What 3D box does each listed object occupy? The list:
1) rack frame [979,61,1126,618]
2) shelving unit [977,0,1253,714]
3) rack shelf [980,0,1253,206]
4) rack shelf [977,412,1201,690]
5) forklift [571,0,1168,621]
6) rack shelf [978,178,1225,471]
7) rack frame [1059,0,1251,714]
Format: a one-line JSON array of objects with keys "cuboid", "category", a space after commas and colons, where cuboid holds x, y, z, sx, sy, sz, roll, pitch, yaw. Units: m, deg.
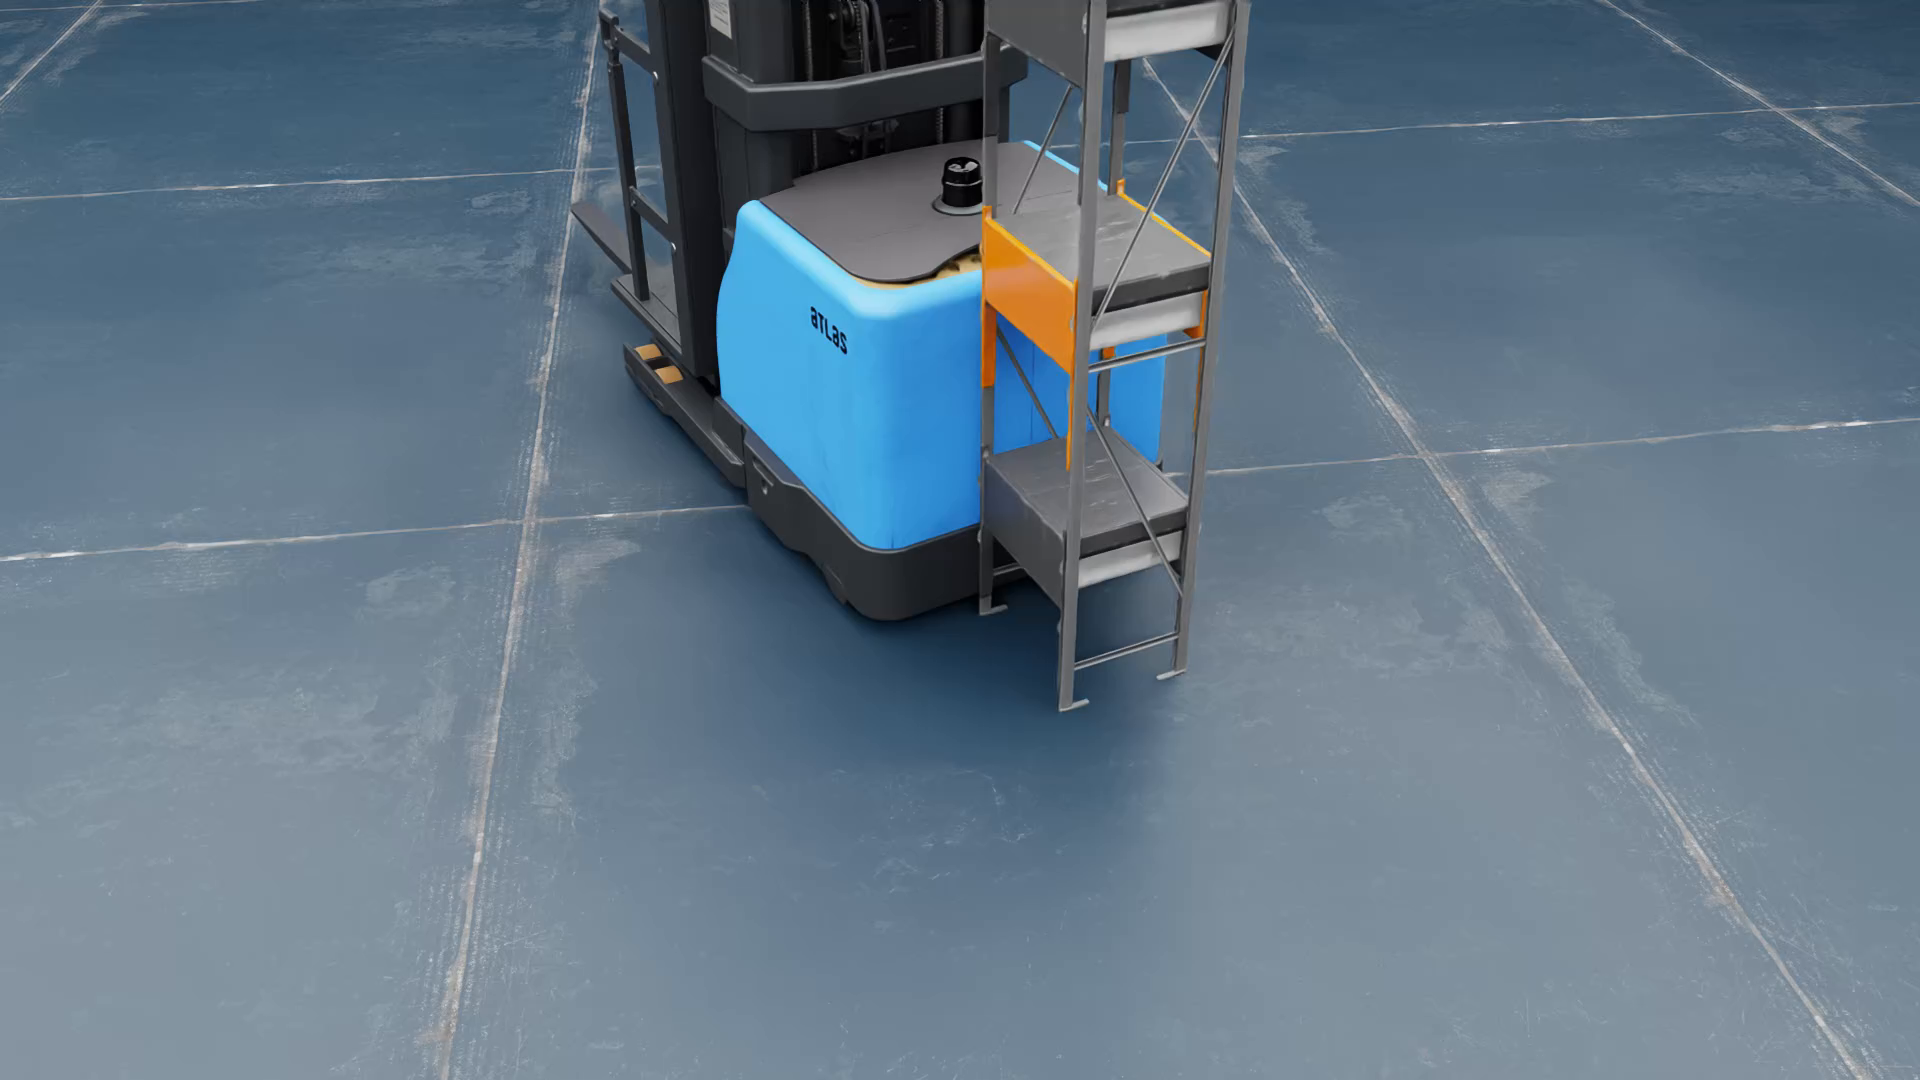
[{"cuboid": [0.239, -0.691, 4.400, 0.400, 2.100, 0.015, -15, 37, -21], "category": "rack frame"}, {"cuboid": [0.346, -0.568, 4.219, 0.431, 2.100, 0.503, -15, 37, -21], "category": "shelving unit"}, {"cuboid": [0.346, -1.135, 3.832, 0.431, 0.518, 0.480, -15, 37, -21], "category": "rack shelf"}, {"cuboid": [0.346, 0.022, 4.620, 0.431, 0.518, 0.480, -15, 37, -21], "category": "rack shelf"}, {"cuboid": [-0.559, -1.781, 5.260, 1.130, 2.935, 3.031, -18, 38, -25], "category": "forklift"}, {"cuboid": [0.346, -0.556, 4.226, 0.431, 0.518, 0.480, -15, 37, -21], "category": "rack shelf"}, {"cuboid": [0.453, -0.444, 4.037, 0.400, 2.100, 0.015, -15, 37, -21], "category": "rack frame"}]
